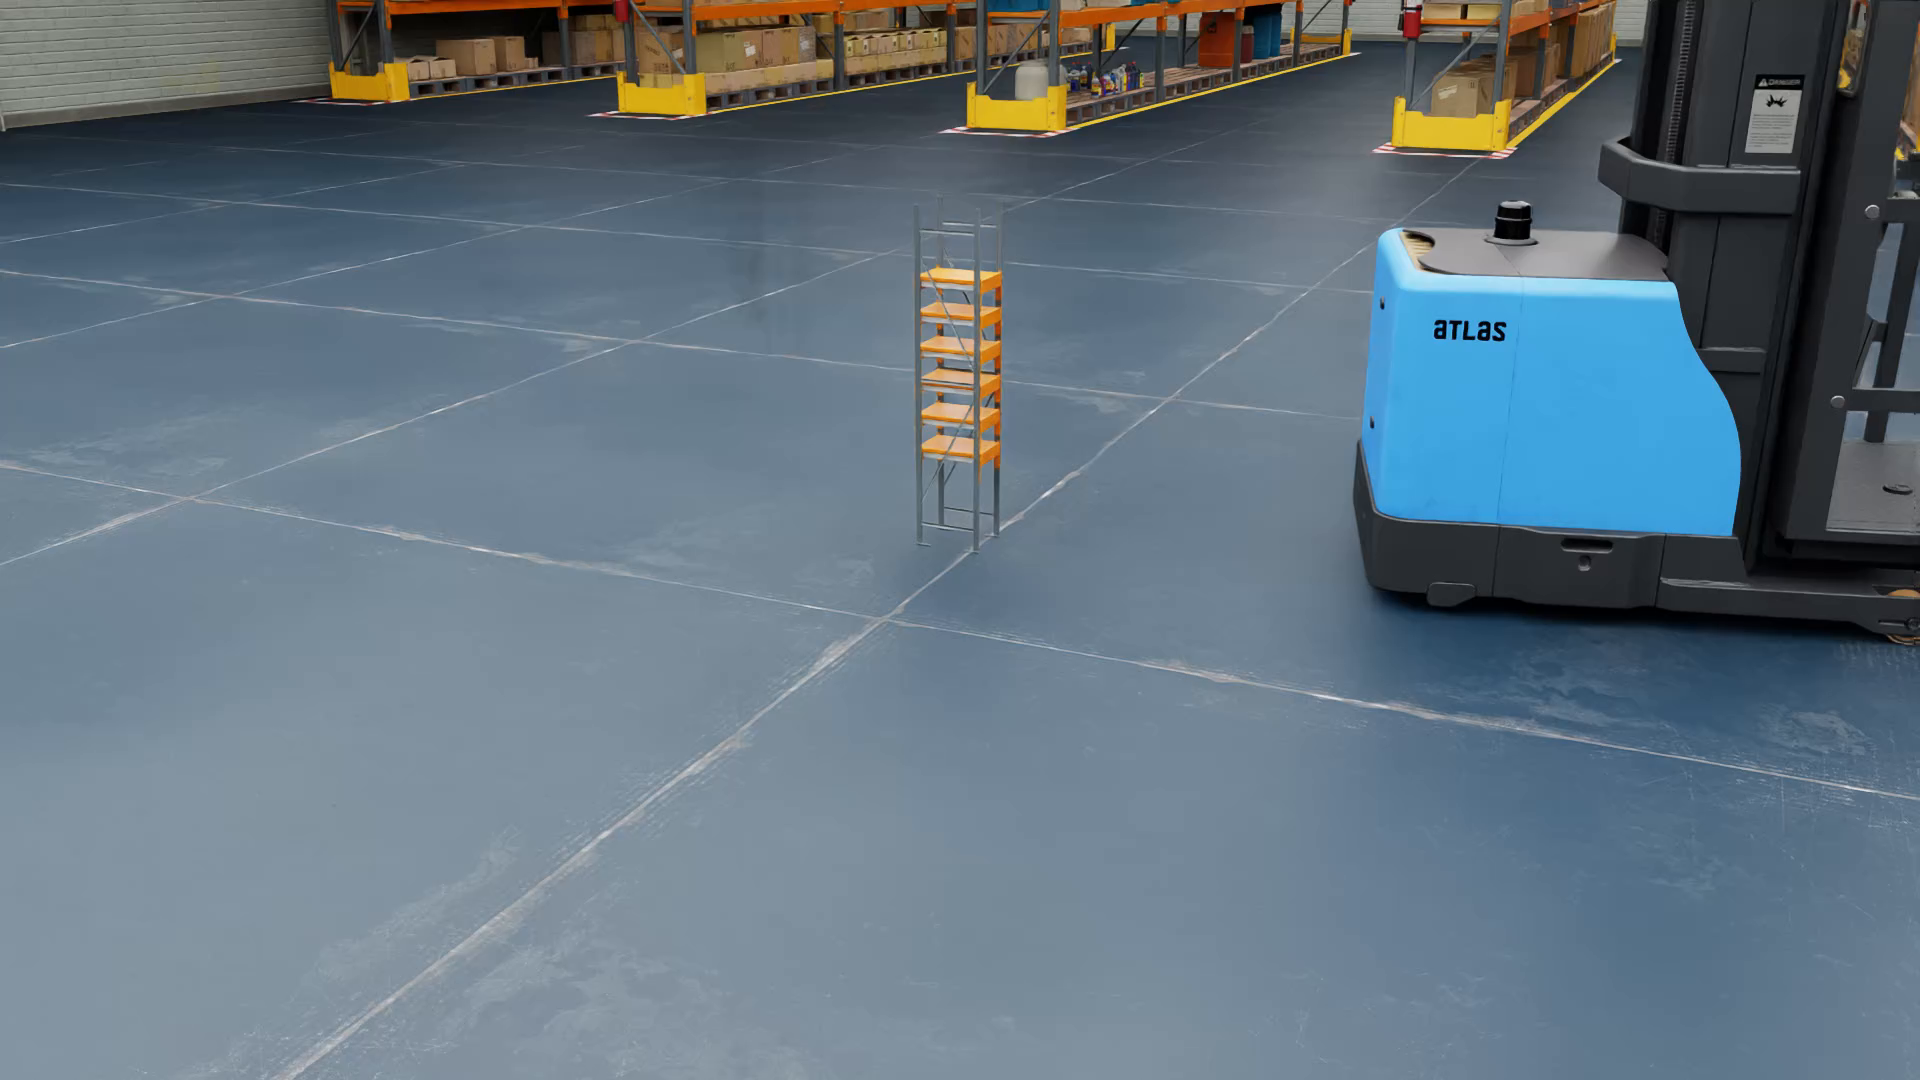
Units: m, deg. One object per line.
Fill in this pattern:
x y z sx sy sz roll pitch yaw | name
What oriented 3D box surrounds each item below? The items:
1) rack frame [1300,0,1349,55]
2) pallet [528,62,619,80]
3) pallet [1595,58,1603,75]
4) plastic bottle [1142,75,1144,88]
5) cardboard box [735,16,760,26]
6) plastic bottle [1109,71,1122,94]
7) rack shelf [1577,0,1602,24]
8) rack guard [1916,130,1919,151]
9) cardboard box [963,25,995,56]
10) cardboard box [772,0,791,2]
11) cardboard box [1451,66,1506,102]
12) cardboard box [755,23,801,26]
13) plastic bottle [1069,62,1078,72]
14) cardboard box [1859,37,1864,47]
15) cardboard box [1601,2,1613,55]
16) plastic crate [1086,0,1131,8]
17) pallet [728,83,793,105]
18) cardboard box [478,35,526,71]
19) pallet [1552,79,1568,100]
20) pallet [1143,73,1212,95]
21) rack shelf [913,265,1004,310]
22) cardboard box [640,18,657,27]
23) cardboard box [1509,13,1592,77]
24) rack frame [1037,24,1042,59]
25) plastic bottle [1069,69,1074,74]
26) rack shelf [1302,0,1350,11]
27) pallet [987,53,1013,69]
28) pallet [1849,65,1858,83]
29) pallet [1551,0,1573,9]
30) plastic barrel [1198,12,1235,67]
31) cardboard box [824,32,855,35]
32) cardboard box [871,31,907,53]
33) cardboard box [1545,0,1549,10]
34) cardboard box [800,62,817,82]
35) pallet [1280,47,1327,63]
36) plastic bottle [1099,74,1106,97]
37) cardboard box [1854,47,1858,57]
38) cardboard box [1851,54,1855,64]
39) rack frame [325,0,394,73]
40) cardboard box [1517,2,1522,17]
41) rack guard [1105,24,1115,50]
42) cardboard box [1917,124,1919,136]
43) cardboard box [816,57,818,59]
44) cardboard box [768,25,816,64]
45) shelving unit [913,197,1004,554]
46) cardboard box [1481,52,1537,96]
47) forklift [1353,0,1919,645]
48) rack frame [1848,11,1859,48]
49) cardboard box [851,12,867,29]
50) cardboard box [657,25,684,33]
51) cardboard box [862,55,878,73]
7.228 -11.168 32.894 1.000 3.000 0.127 9 21 23 | rack frame
-6.407 -7.783 27.539 1.003 0.211 1.213 9 21 23 | pallet
10.491 -8.173 28.636 1.003 0.211 1.213 9 21 23 | pallet
2.450 -6.234 22.542 0.097 0.201 0.097 0 20 0 | plastic bottle
-4.301 -9.740 31.462 0.750 0.750 0.750 8 21 22 | cardboard box
2.032 -5.980 21.716 0.152 0.276 0.135 9 21 24 | plastic bottle
9.290 -8.315 25.946 1.077 0.370 4.000 9 21 23 | rack shelf
9.669 -3.700 15.628 1.175 0.500 0.348 9 21 23 | rack guard
0.301 -8.846 29.439 0.500 0.500 0.500 8 21 22 | cardboard box
-2.798 -7.776 23.207 0.700 0.500 0.500 9 21 24 | cardboard box
5.953 -5.182 19.167 0.500 0.500 0.500 11 22 28 | cardboard box
-2.679 -7.337 24.480 0.500 0.500 0.500 9 21 23 | cardboard box
1.528 -6.211 22.253 0.144 0.351 0.185 8 21 20 | plastic bottle
14.664 -7.994 26.710 0.380 0.149 0.250 8 21 22 | cardboard box
11.185 -9.200 29.906 0.875 0.875 0.875 9 21 23 | cardboard box
1.880 -6.844 21.130 0.530 0.136 0.437 9 21 23 | plastic crate
-3.065 -6.255 23.241 1.003 0.211 1.213 9 21 23 | pallet
-7.113 -7.565 25.839 0.500 0.500 0.500 7 21 19 | cardboard box
8.149 -6.490 23.903 1.003 0.211 1.213 9 21 23 | pallet
3.098 -6.805 24.789 1.003 0.211 1.213 9 21 23 | pallet
-0.006 -0.858 5.650 0.258 0.103 0.180 9 21 23 | rack shelf
-5.624 -9.071 28.955 0.500 0.250 0.500 9 21 24 | cardboard box
8.772 -7.447 24.977 1.225 0.875 0.875 8 21 20 | cardboard box
1.073 -10.626 31.370 1.000 3.000 0.127 9 21 23 | rack frame
1.502 -6.123 22.126 0.097 0.271 0.097 0 20 0 | plastic bottle
6.409 -10.217 31.296 1.077 0.370 4.000 9 21 23 | rack shelf
0.276 -8.684 30.071 1.003 0.211 1.213 9 21 23 | pallet
14.835 -7.450 26.603 1.003 0.211 1.213 9 21 23 | pallet
7.278 -6.943 21.301 1.003 0.211 1.213 9 21 23 | pallet
4.137 -8.049 26.738 0.600 0.830 0.708 9 21 23 | plastic barrel
-1.885 -7.822 26.126 0.500 0.311 0.500 8 21 23 | cardboard box
-1.179 -7.909 26.371 0.500 0.311 0.500 9 22 24 | cardboard box
7.013 -6.595 20.412 0.380 0.149 0.250 9 21 23 | cardboard box
-2.408 -6.759 23.975 0.500 0.250 0.500 9 21 23 | cardboard box
6.354 -9.235 31.623 1.003 0.211 1.213 9 21 23 | pallet
1.812 -5.782 21.148 0.061 0.283 0.133 9 21 24 | plastic bottle
14.624 -7.857 26.770 0.380 0.149 0.250 8 21 21 | cardboard box
14.866 -7.891 27.310 0.380 0.149 0.250 9 21 23 | cardboard box
-8.362 -7.636 22.963 1.000 3.000 0.127 9 21 23 | rack frame
5.957 -5.836 18.277 0.380 0.149 0.250 9 21 23 | cardboard box
2.679 -10.647 35.162 1.175 0.500 0.348 9 21 23 | rack guard
9.896 -4.299 16.123 0.875 0.875 0.875 9 21 23 | cardboard box
-2.298 -7.249 25.352 0.500 0.250 0.500 8 21 22 | cardboard box
-2.409 -7.113 23.850 0.500 0.500 0.500 9 21 23 | cardboard box
-0.006 -0.561 5.755 0.258 1.200 0.189 9 21 23 | shelving unit
7.104 -6.034 21.533 0.700 0.500 0.500 7 21 19 | cardboard box
2.884 -1.242 5.087 3.031 2.935 1.130 3 20 9 | forklift
16.230 -9.777 28.983 1.000 3.000 0.127 9 21 23 | rack frame
-2.416 -11.013 35.562 0.700 0.500 0.500 8 21 21 | cardboard box
-5.334 -8.884 29.546 0.700 0.500 0.500 9 21 23 | cardboard box
-1.602 -7.328 25.574 0.500 0.250 0.500 9 22 24 | cardboard box
